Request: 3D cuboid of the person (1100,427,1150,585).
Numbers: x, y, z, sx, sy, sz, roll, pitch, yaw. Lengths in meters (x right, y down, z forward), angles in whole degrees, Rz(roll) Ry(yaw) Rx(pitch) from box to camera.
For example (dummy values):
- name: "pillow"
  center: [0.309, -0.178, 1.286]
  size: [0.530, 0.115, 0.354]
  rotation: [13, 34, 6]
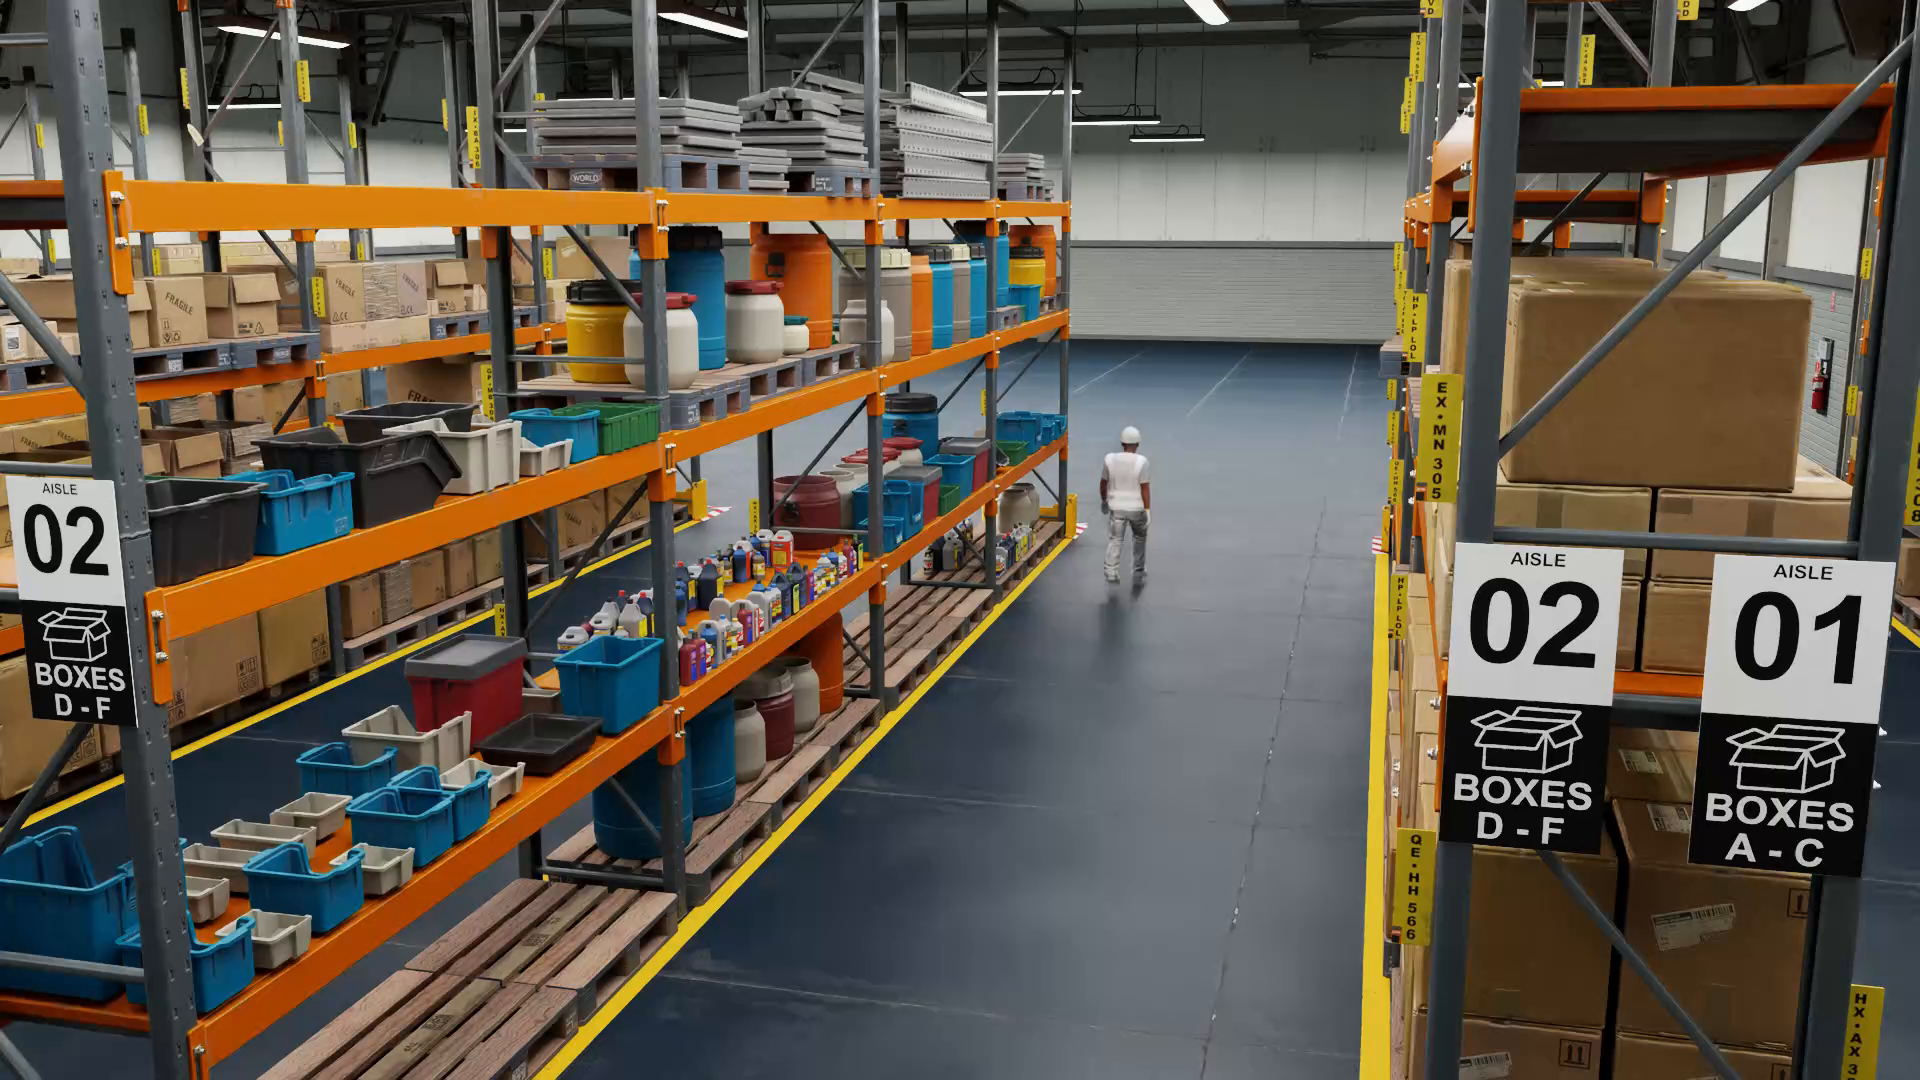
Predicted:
- name: "person"
  center: [1.780, -0.357, 17.879]
  size: [0.606, 1.738, 1.062]
  rotation: [4, 12, 17]
